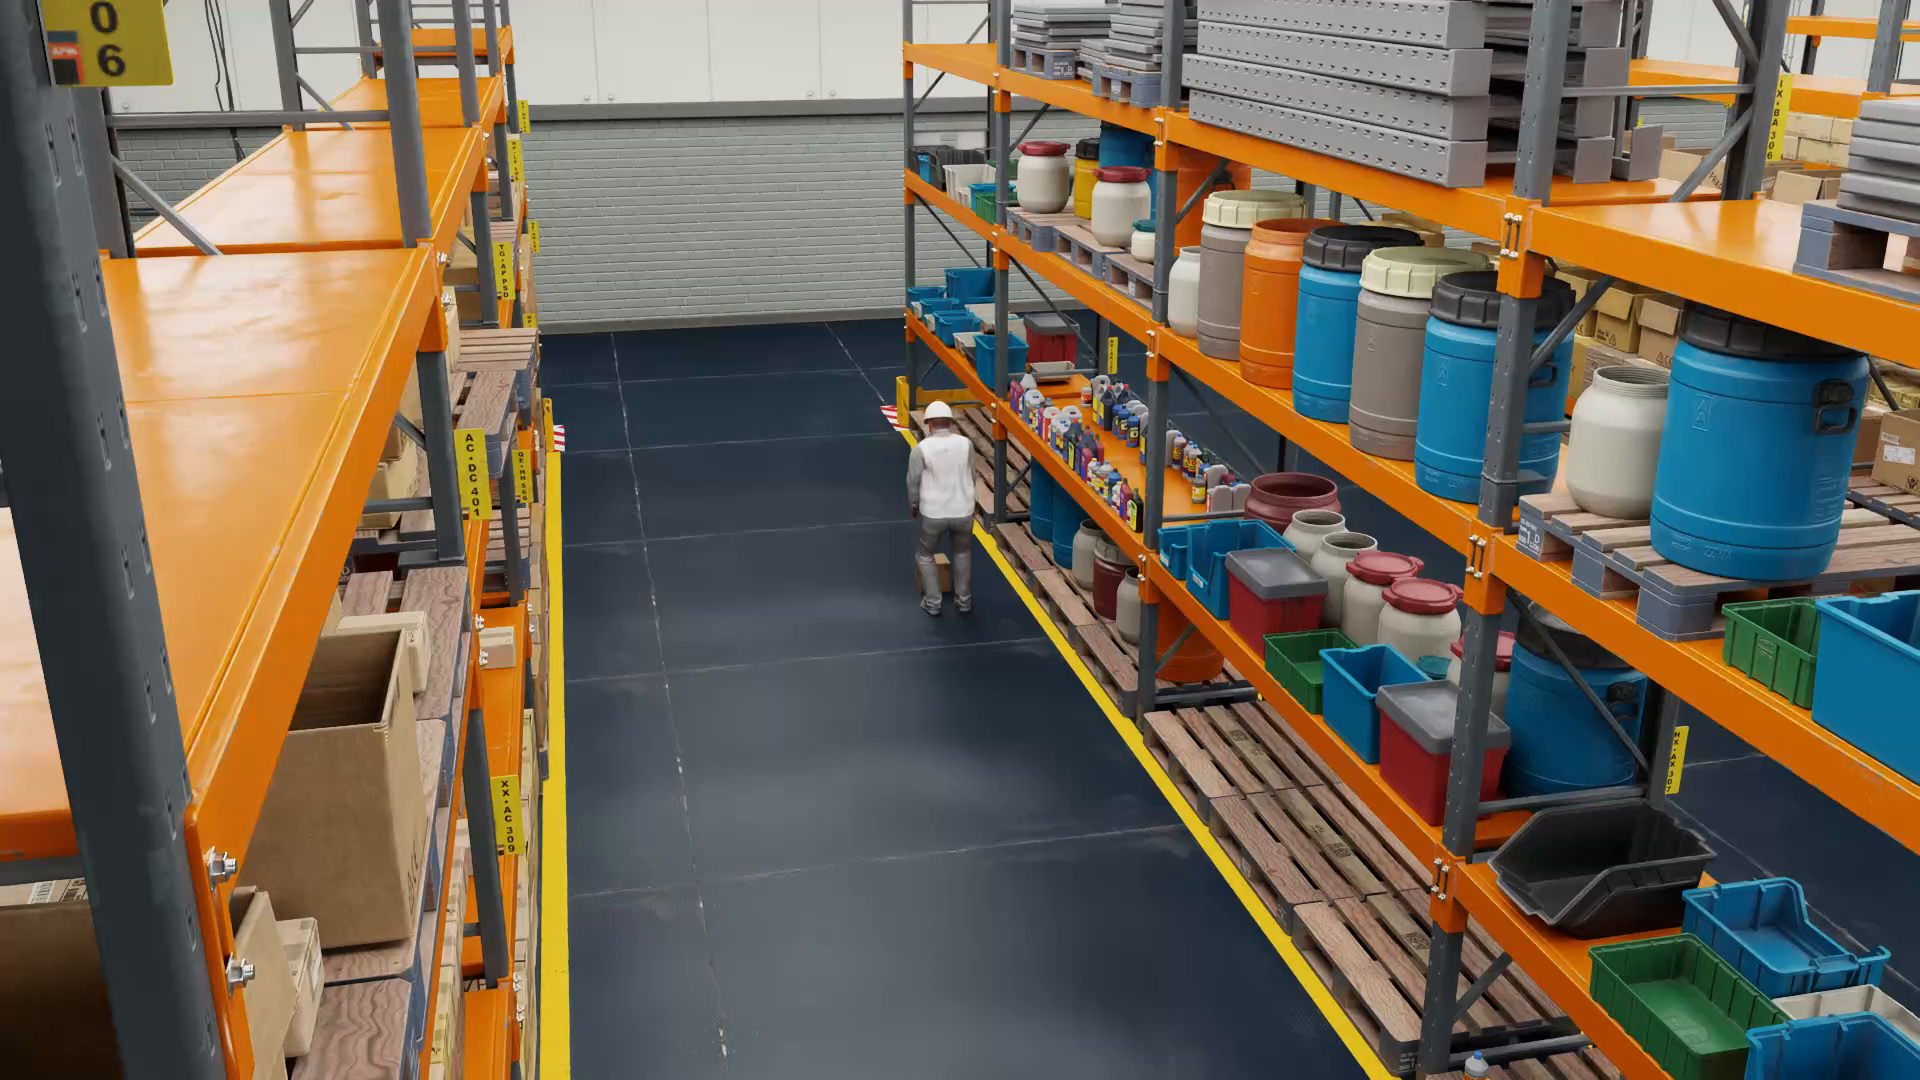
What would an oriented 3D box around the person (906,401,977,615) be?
[{"bbox_3d":[-0.145,-0.247,13.175,0.567,1.695,0.516,-4,20,-11],"label":"person"}]
